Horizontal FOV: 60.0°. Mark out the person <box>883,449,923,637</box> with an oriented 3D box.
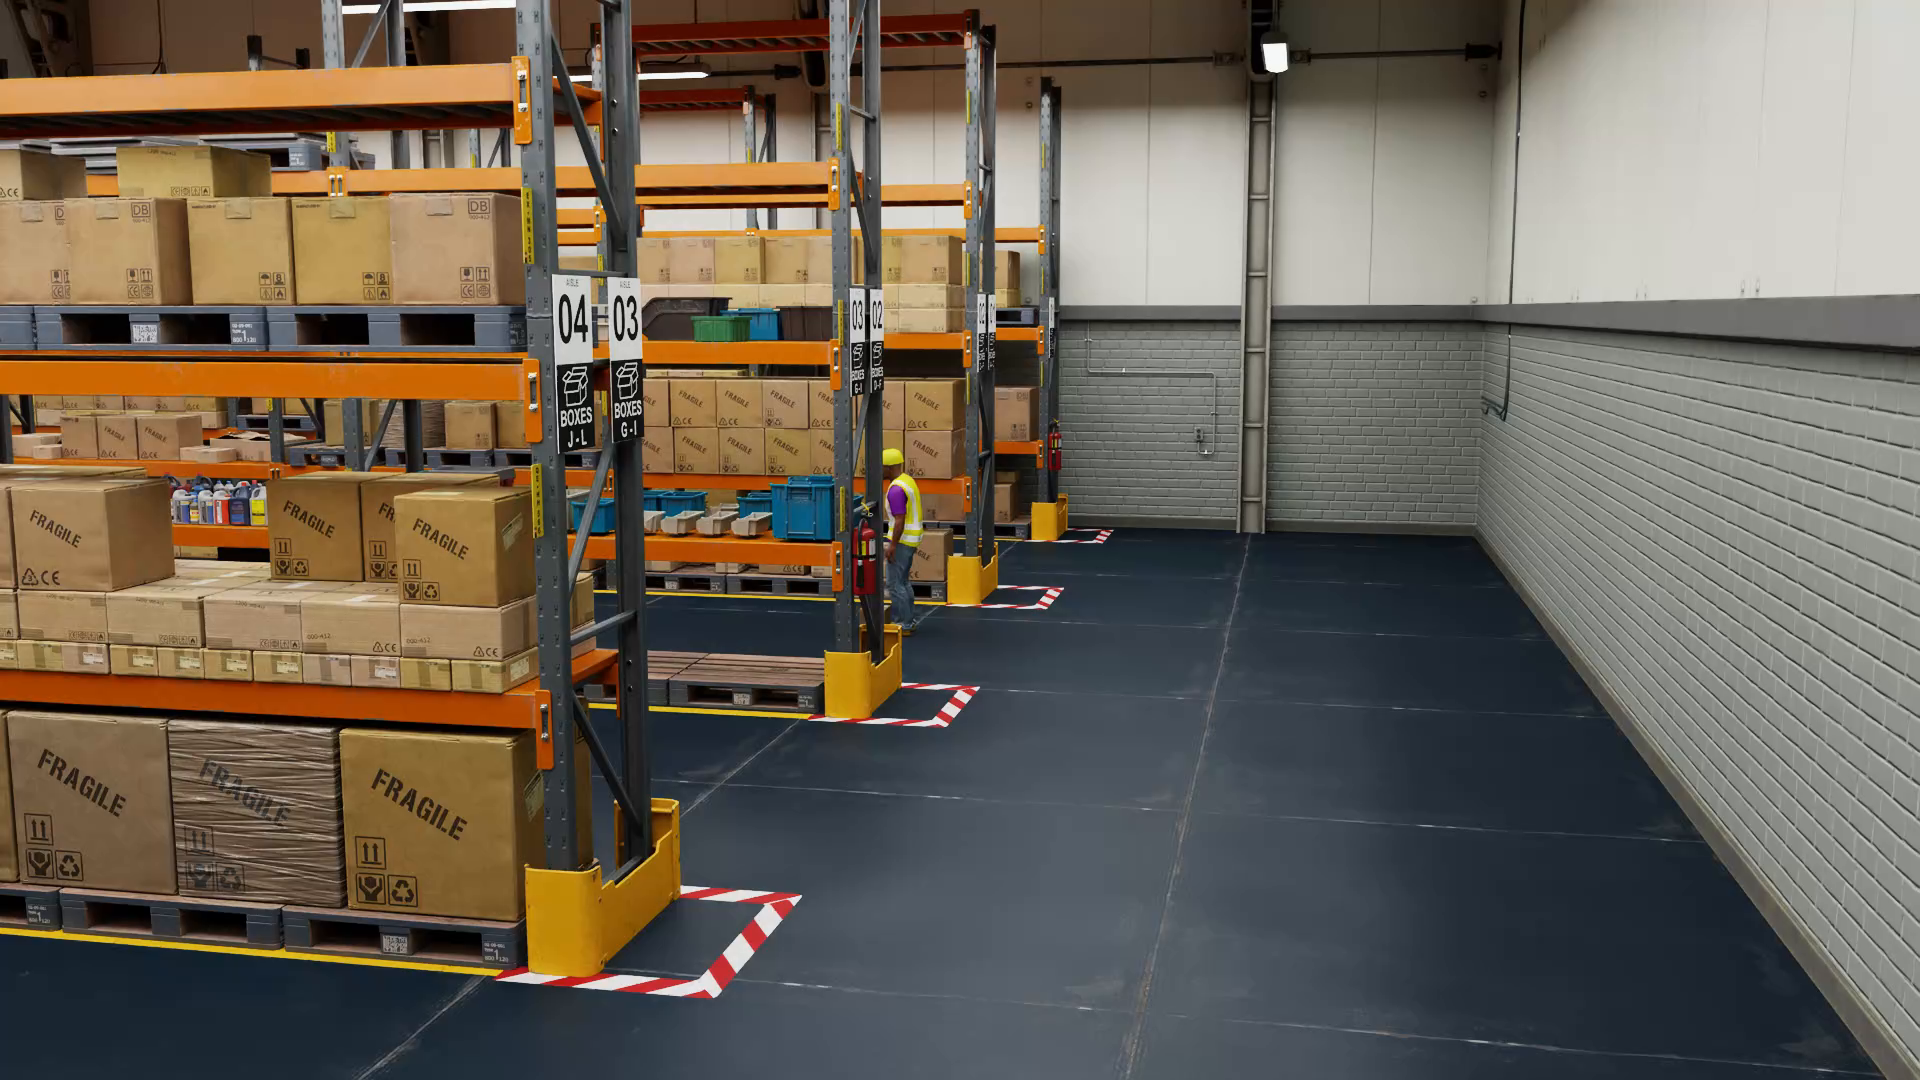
[{"bbox_3d":[-0.582,0.018,15.617,0.458,1.760,0.635,1,8,8],"label":"person"}]
